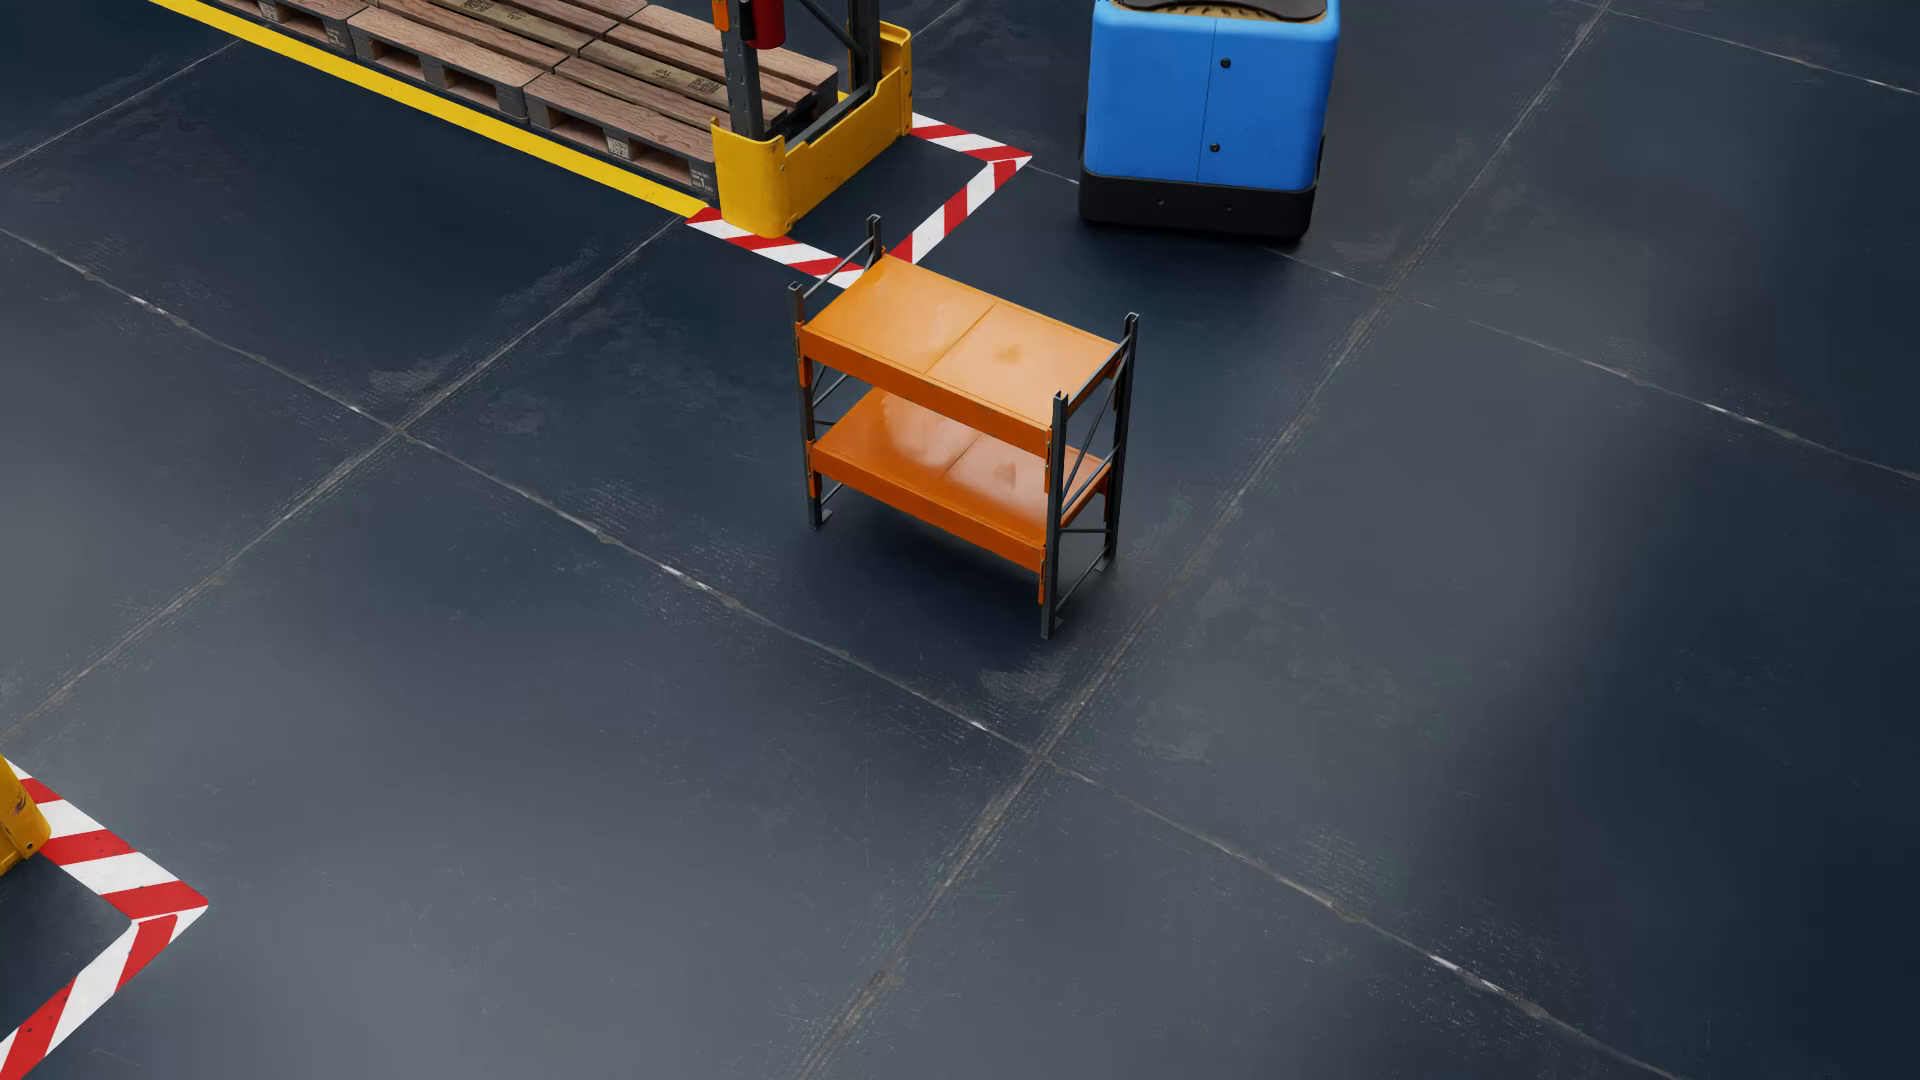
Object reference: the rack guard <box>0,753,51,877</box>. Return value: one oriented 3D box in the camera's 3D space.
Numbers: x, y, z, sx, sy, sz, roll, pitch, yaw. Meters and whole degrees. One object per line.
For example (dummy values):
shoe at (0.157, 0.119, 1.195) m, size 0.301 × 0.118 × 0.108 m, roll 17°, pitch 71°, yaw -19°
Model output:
rack guard at (-3.349, 1.049, 4.882) m, size 0.348 × 0.500 × 1.175 m, roll 25°, pitch 51°, yaw 22°

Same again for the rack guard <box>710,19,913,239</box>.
rack guard at (-0.669, -1.949, 7.795) m, size 0.348 × 0.500 × 1.175 m, roll 25°, pitch 51°, yaw 22°

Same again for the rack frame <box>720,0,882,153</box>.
rack frame at (-0.696, -2.821, 6.900) m, size 0.127 × 3.000 × 1.000 m, roll 25°, pitch 51°, yaw 22°

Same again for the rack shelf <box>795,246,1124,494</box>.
rack shelf at (0.006, -0.593, 5.634) m, size 1.000 × 0.278 × 0.538 m, roll 25°, pitch 51°, yaw 22°

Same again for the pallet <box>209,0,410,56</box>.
pallet at (-3.423, -3.137, 9.151) m, size 1.213 × 0.211 × 1.003 m, roll 25°, pitch 51°, yaw 22°

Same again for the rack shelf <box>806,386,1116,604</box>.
rack shelf at (0.006, -0.219, 6.019) m, size 1.000 × 0.278 × 0.538 m, roll 25°, pitch 51°, yaw 22°

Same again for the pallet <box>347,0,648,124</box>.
pallet at (-2.392, -2.665, 8.693) m, size 1.213 × 0.211 × 1.003 m, roll 25°, pitch 51°, yaw 22°

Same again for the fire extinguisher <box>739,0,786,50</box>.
fire extinguisher at (-0.814, -2.332, 6.738) m, size 0.183 × 0.674 × 0.296 m, roll 25°, pitch 51°, yaw 22°

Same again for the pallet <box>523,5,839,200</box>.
pallet at (-1.369, -2.192, 8.233) m, size 1.213 × 0.211 × 1.003 m, roll 25°, pitch 51°, yaw 22°

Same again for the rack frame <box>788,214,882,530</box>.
rack frame at (-0.422, -0.586, 6.035) m, size 0.032 × 1.125 × 0.500 m, roll 25°, pitch 51°, yaw 22°

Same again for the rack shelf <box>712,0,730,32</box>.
rack shelf at (-2.379, -3.345, 7.910) m, size 4.000 × 0.370 × 1.077 m, roll 25°, pitch 51°, yaw 22°

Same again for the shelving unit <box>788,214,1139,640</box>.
shelving unit at (0.006, -0.389, 5.844) m, size 1.048 × 1.125 × 0.538 m, roll 25°, pitch 51°, yaw 22°

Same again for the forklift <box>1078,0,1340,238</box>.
forklift at (1.271, -3.448, 7.556) m, size 1.130 × 2.935 × 3.031 m, roll 6°, pitch 46°, yaw 6°

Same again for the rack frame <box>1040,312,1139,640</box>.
rack frame at (0.434, -0.193, 5.653) m, size 0.032 × 1.125 × 0.500 m, roll 25°, pitch 51°, yaw 22°
